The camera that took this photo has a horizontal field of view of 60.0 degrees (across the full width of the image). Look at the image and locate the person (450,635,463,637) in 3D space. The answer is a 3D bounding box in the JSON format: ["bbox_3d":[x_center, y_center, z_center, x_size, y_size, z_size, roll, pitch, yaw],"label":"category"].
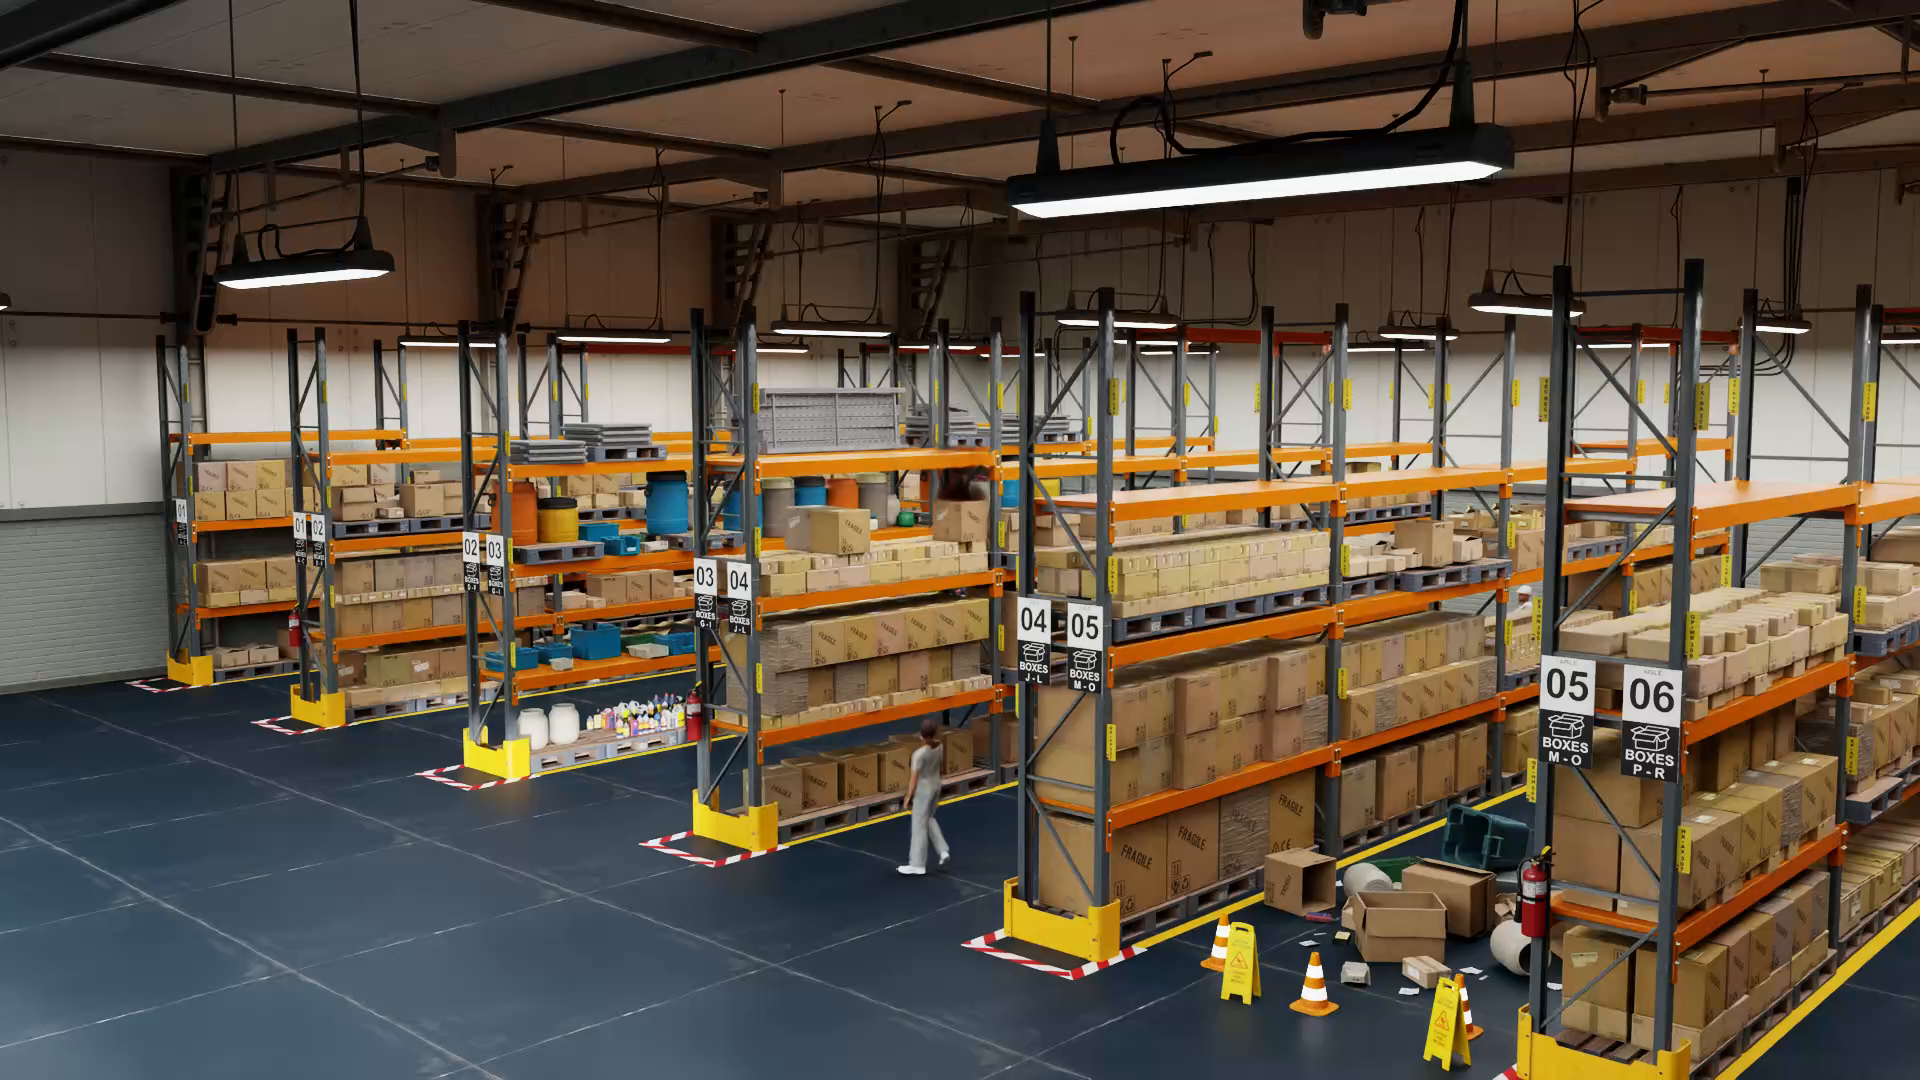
[{"bbox_3d":[-9.020,1.598,29.576,0.504,1.551,0.790,-1,5,-6],"label":"person"}]

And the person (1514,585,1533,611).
[{"bbox_3d":[9.400,1.653,27.941,0.466,1.792,0.569,1,6,15],"label":"person"}]

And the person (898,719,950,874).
[{"bbox_3d":[-0.358,2.681,17.580,0.468,1.659,0.557,3,6,28],"label":"person"}]
